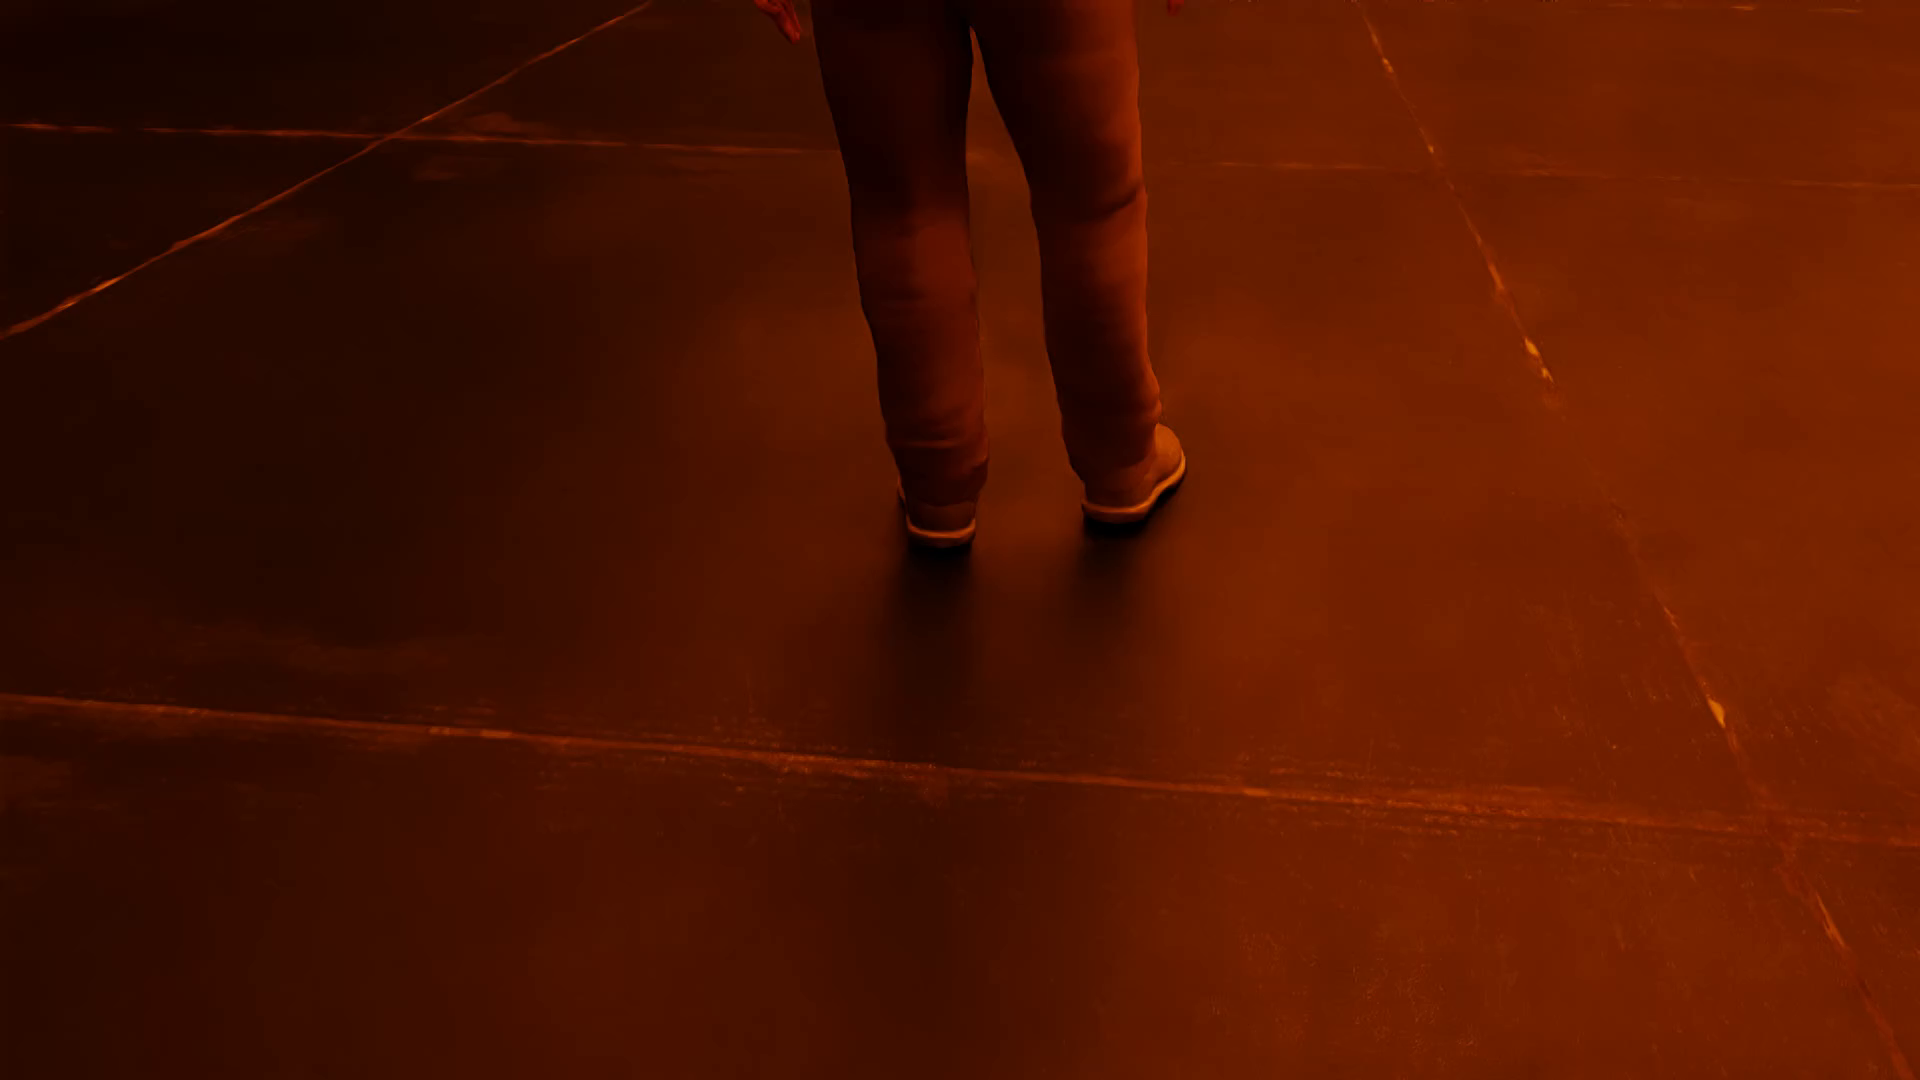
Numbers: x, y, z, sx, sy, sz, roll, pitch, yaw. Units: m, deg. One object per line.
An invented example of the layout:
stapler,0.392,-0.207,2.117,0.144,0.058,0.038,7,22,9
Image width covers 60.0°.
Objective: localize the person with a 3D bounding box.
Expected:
person,0.024,-0.819,2.189,0.640,1.727,0.550,3,27,7
